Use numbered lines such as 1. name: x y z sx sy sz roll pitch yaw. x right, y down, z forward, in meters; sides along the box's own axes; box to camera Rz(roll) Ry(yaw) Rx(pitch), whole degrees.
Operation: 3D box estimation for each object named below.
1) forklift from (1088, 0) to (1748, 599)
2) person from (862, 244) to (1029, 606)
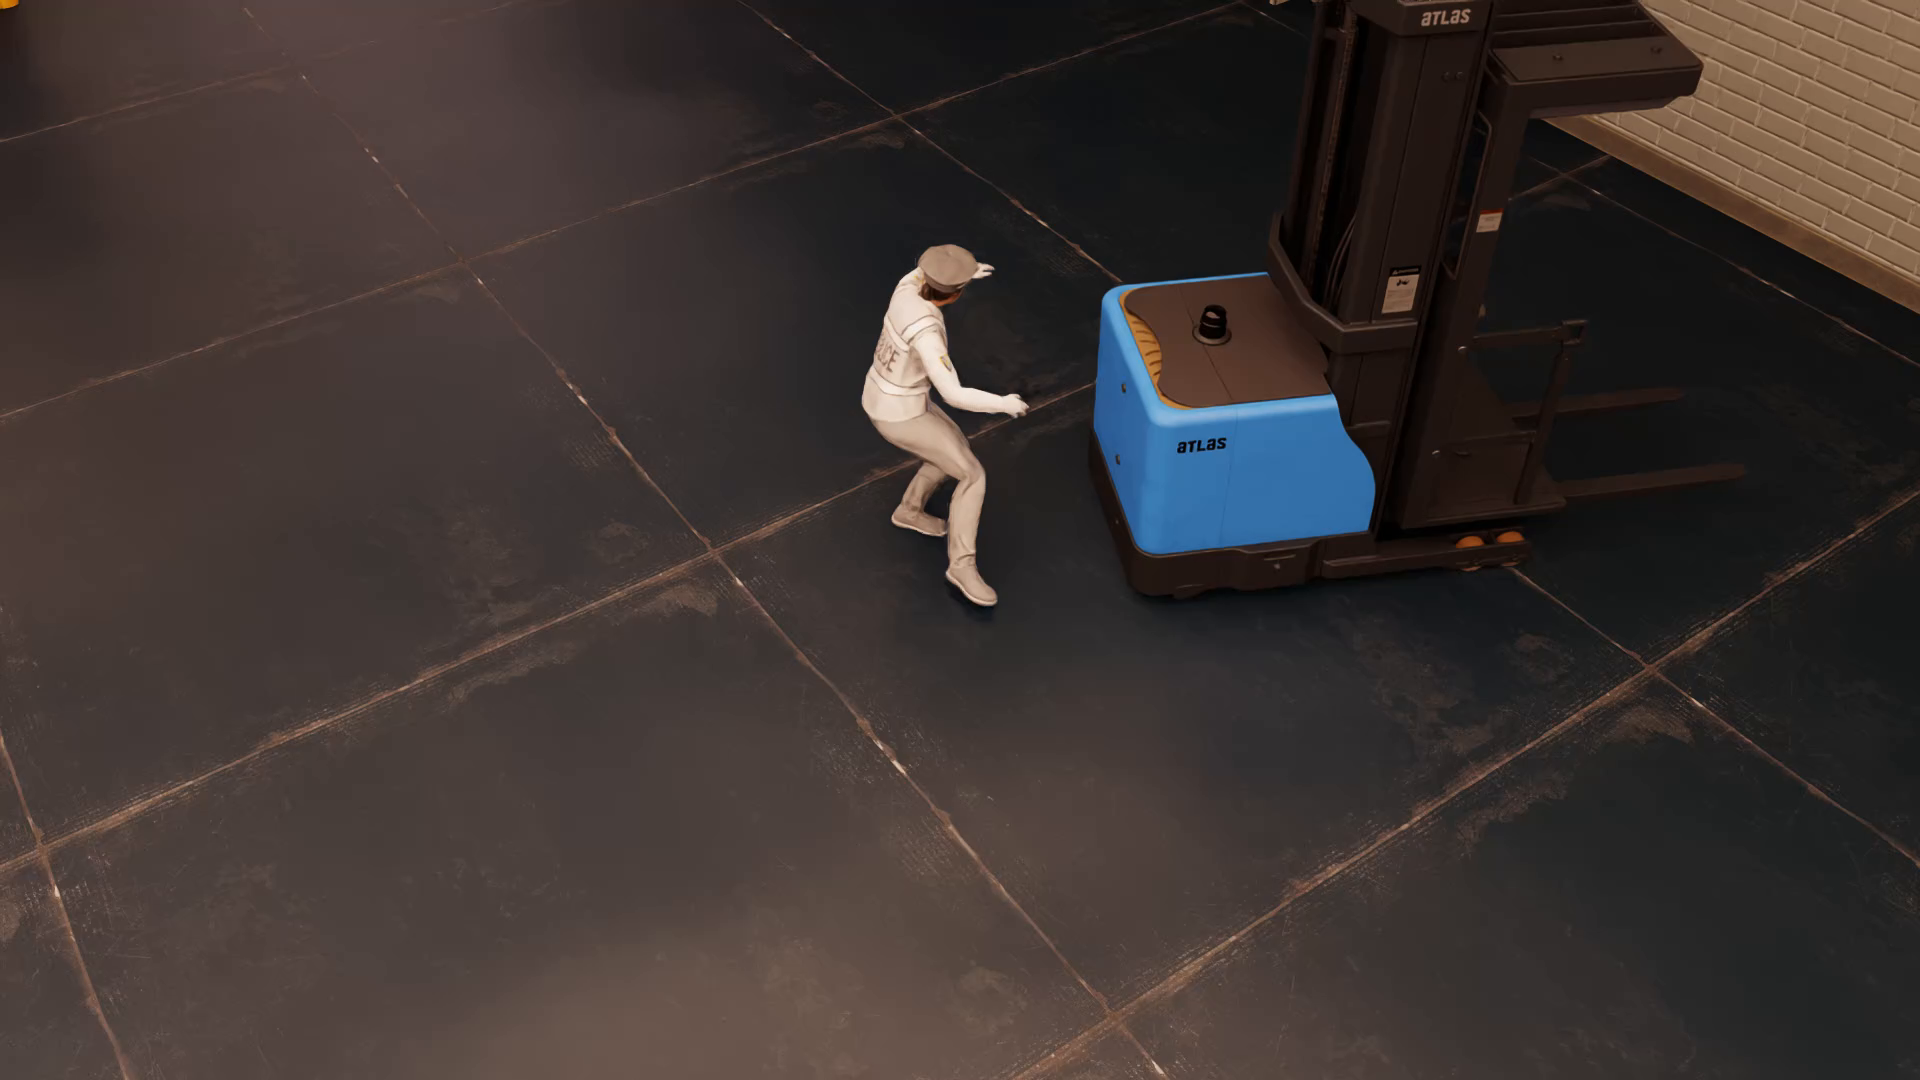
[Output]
1. forklift: 2.194 -1.283 7.107 3.031 2.935 1.130 -6 43 -7
2. person: -0.018 -0.594 7.502 0.792 1.428 1.335 -12 44 -13
